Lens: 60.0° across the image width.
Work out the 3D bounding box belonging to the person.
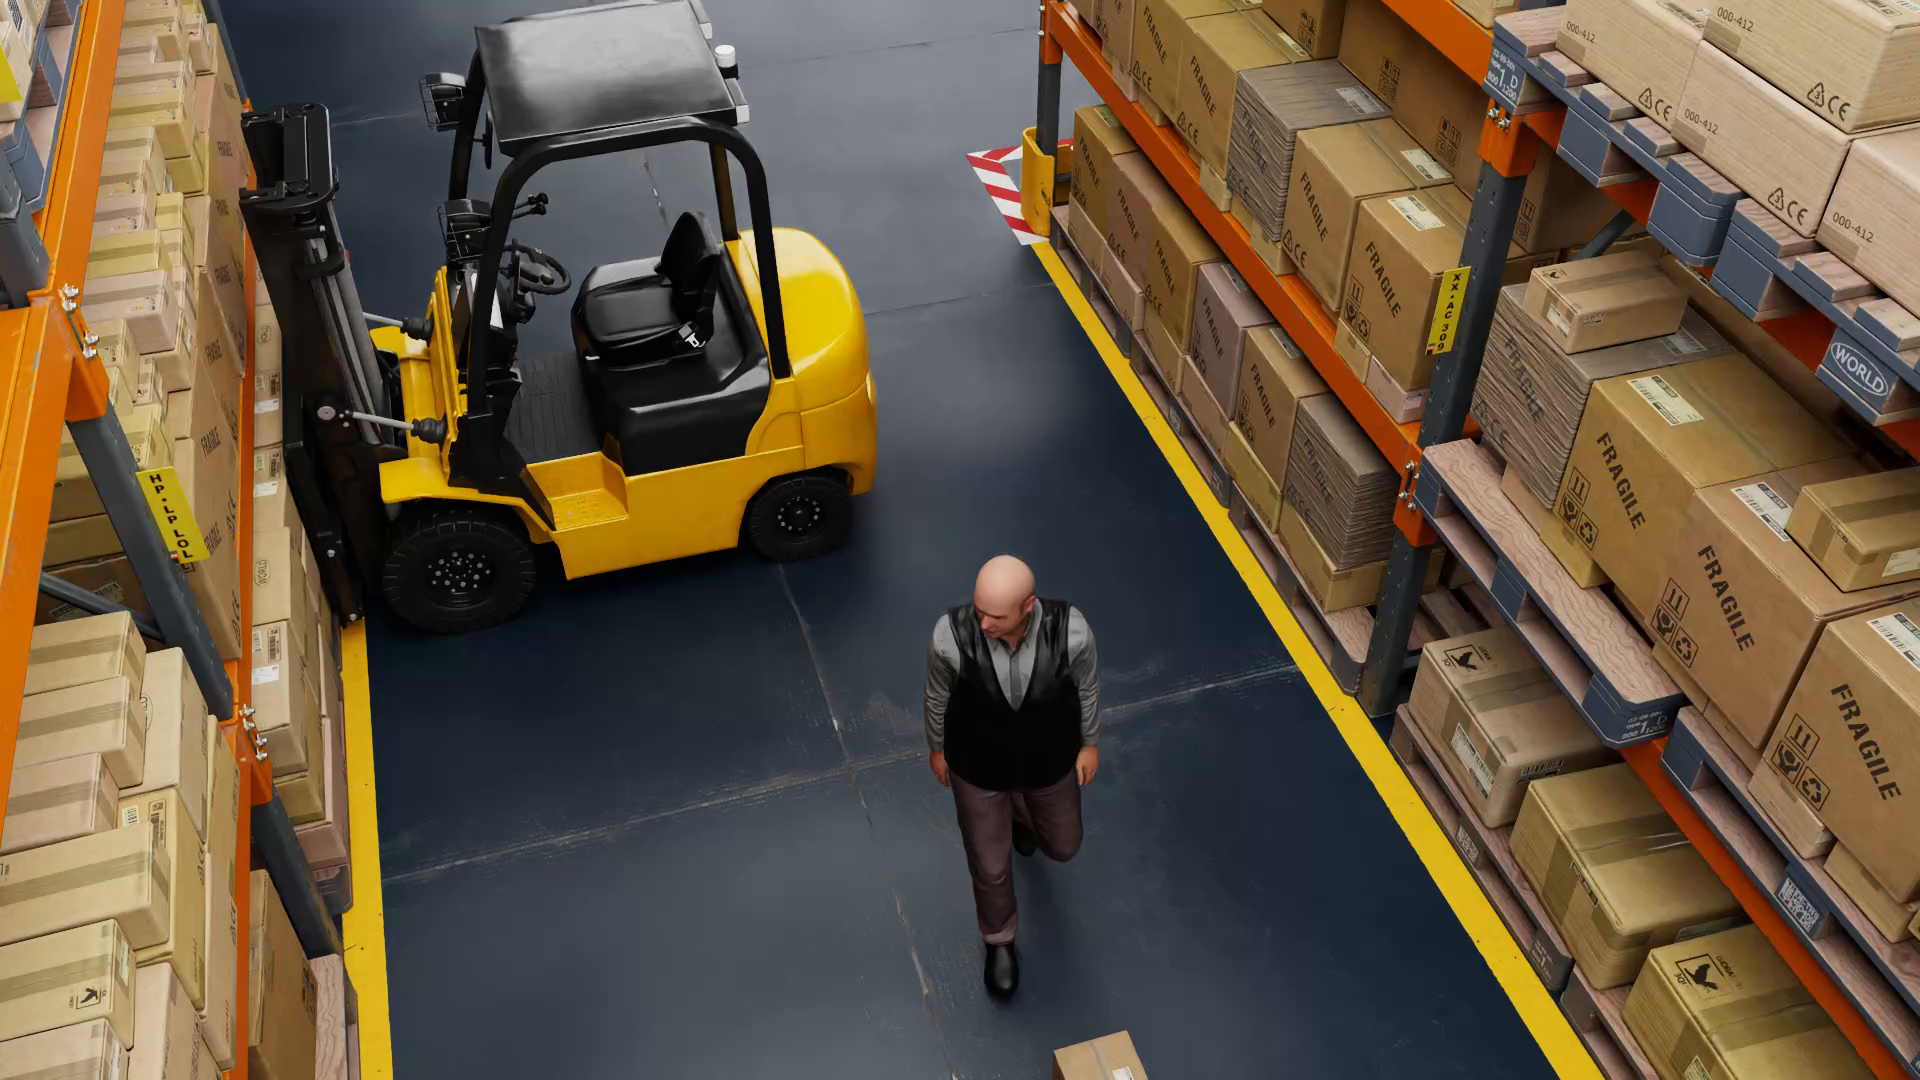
[{"bbox_3d":[0.171,0.694,5.398,0.568,1.708,0.759,-5,42,-5],"label":"person"}]
